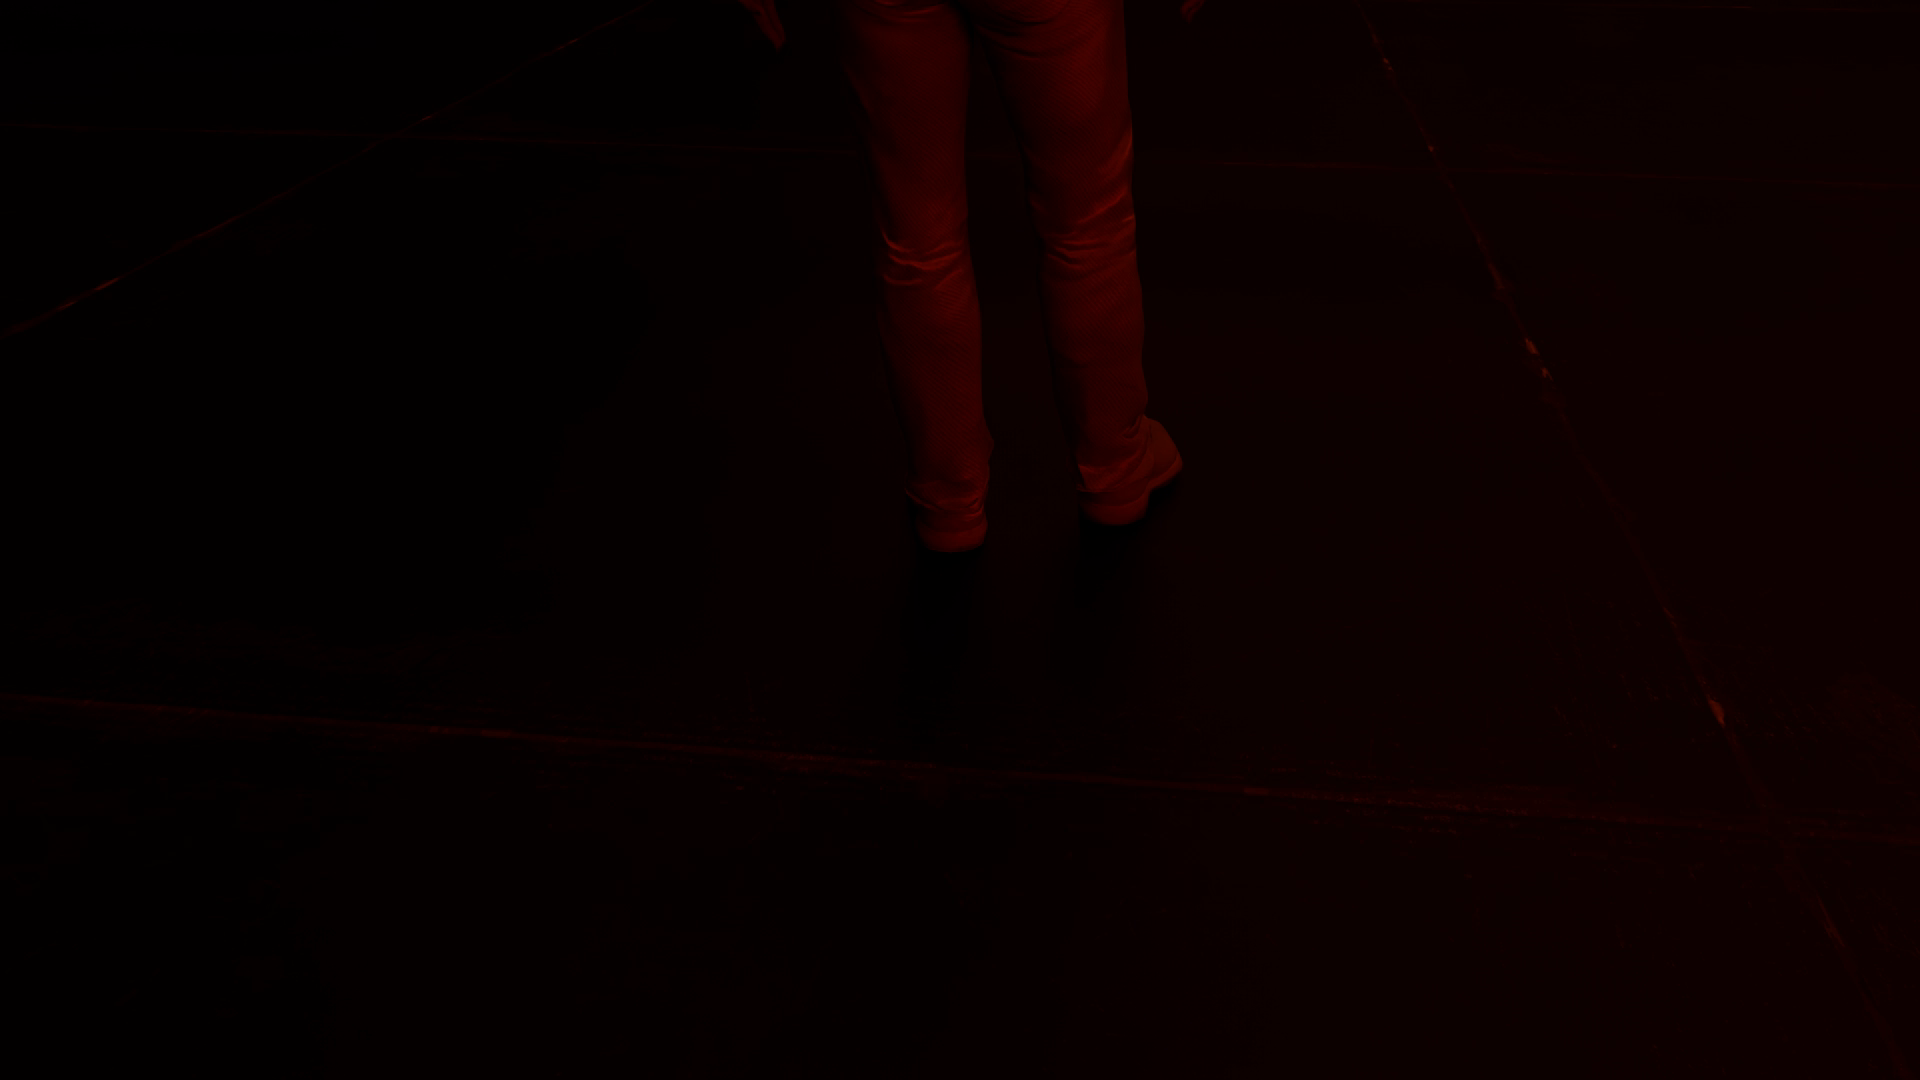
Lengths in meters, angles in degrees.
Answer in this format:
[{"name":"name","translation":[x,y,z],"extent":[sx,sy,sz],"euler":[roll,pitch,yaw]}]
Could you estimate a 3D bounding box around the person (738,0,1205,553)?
[{"name":"person","translation":[0.015,-0.827,2.164],"extent":[0.665,1.768,0.575],"euler":[3,27,7]}]
